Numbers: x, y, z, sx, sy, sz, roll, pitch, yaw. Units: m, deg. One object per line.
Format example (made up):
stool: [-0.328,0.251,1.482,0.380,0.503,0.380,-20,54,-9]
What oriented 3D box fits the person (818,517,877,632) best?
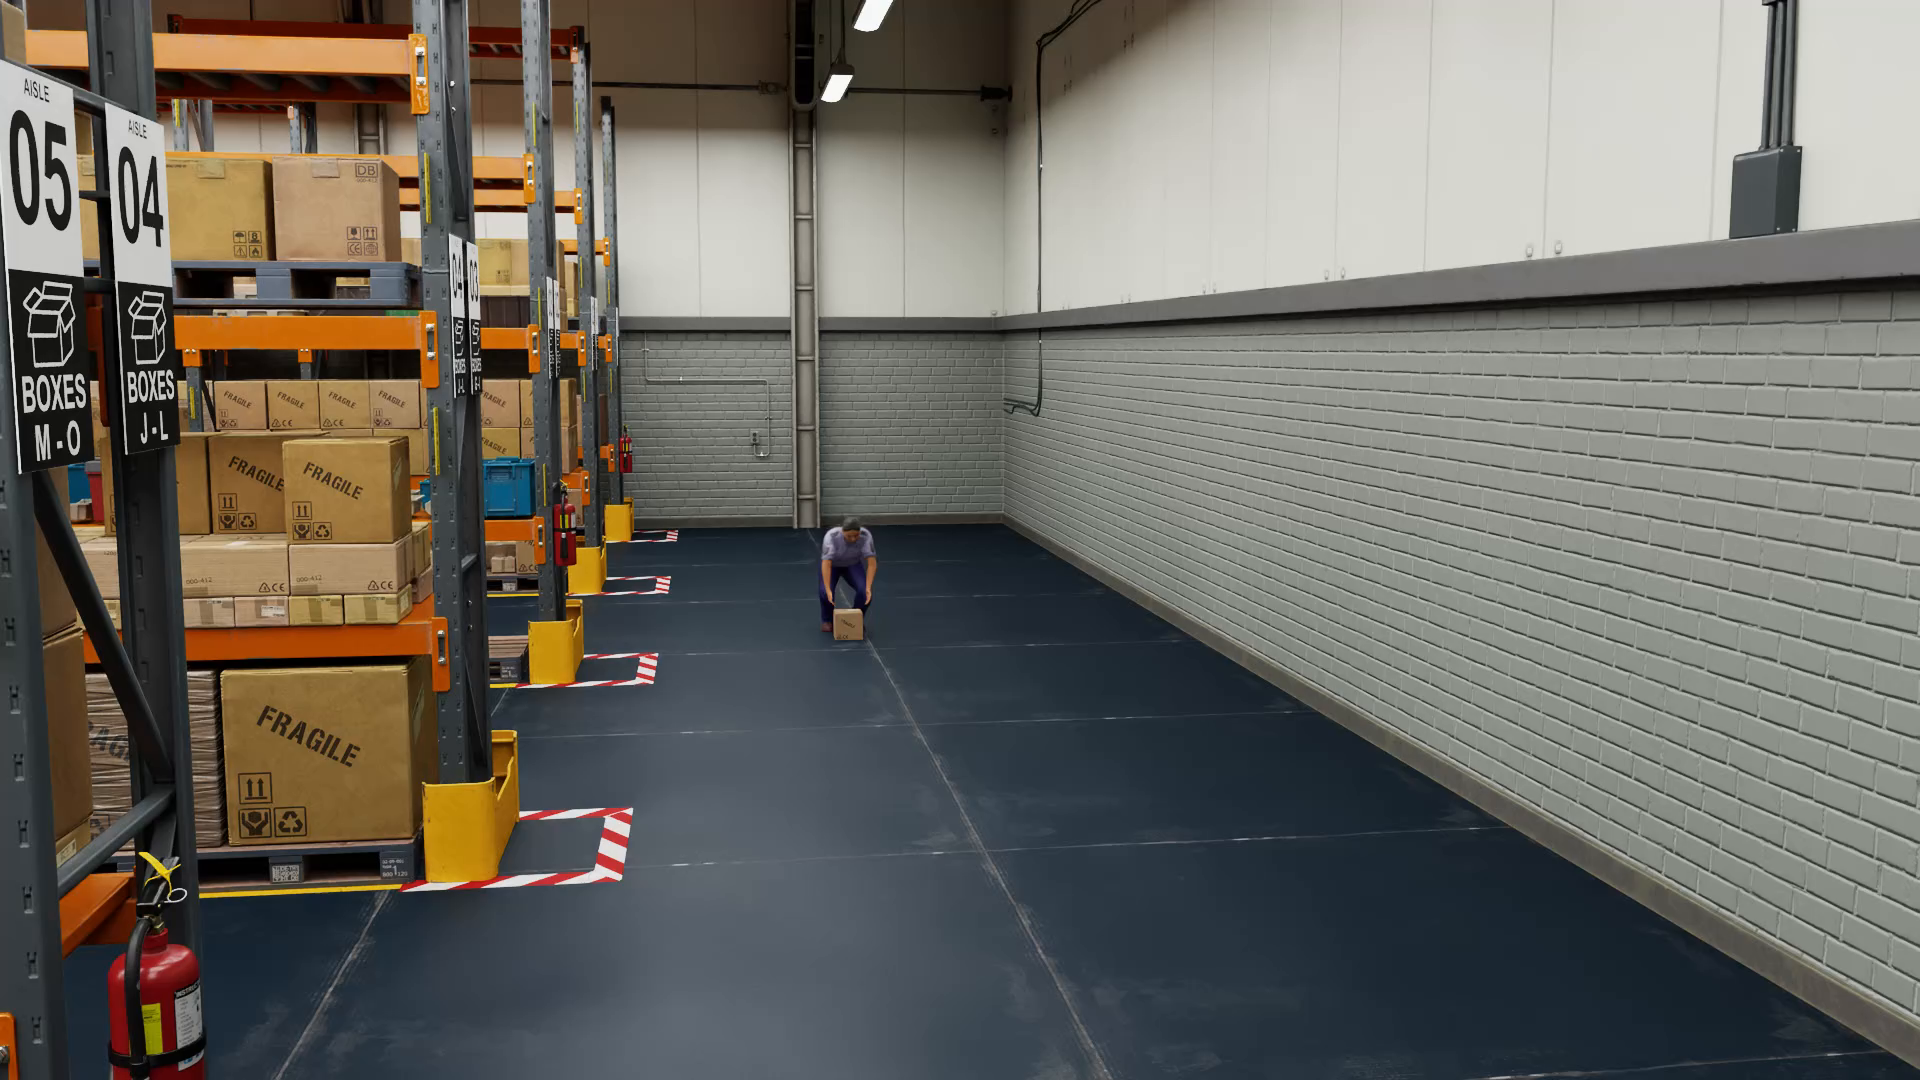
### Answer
person: [-1.065,0.306,15.615,0.540,1.114,0.771,-1,7,-9]
